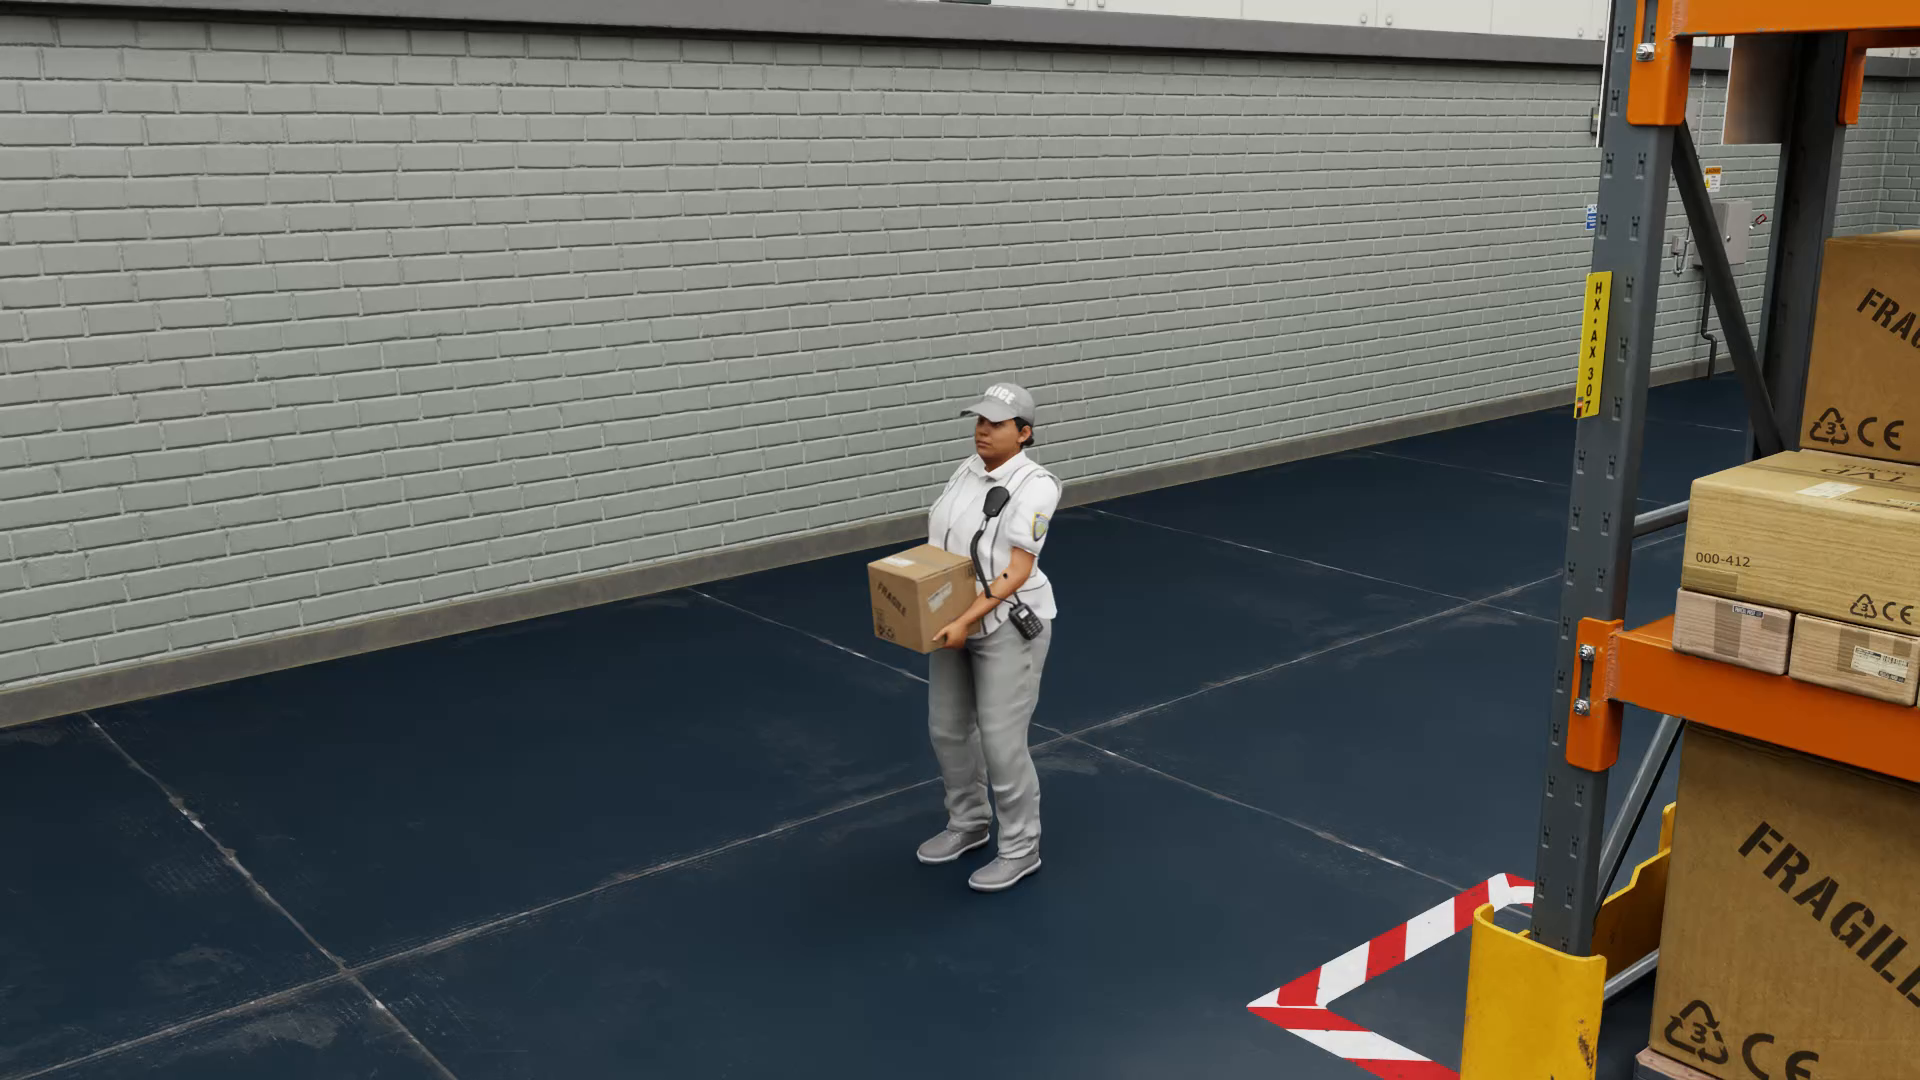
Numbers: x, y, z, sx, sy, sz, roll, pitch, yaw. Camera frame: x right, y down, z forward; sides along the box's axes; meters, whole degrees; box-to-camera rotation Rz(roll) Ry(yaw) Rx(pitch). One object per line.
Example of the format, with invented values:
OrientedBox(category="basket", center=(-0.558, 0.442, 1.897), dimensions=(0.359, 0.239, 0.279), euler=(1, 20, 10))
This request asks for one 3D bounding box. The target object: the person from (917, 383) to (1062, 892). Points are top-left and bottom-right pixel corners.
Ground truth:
OrientedBox(category="person", center=(0.040, 0.316, 5.446), dimensions=(0.541, 1.653, 0.453), euler=(-12, 18, -39))
